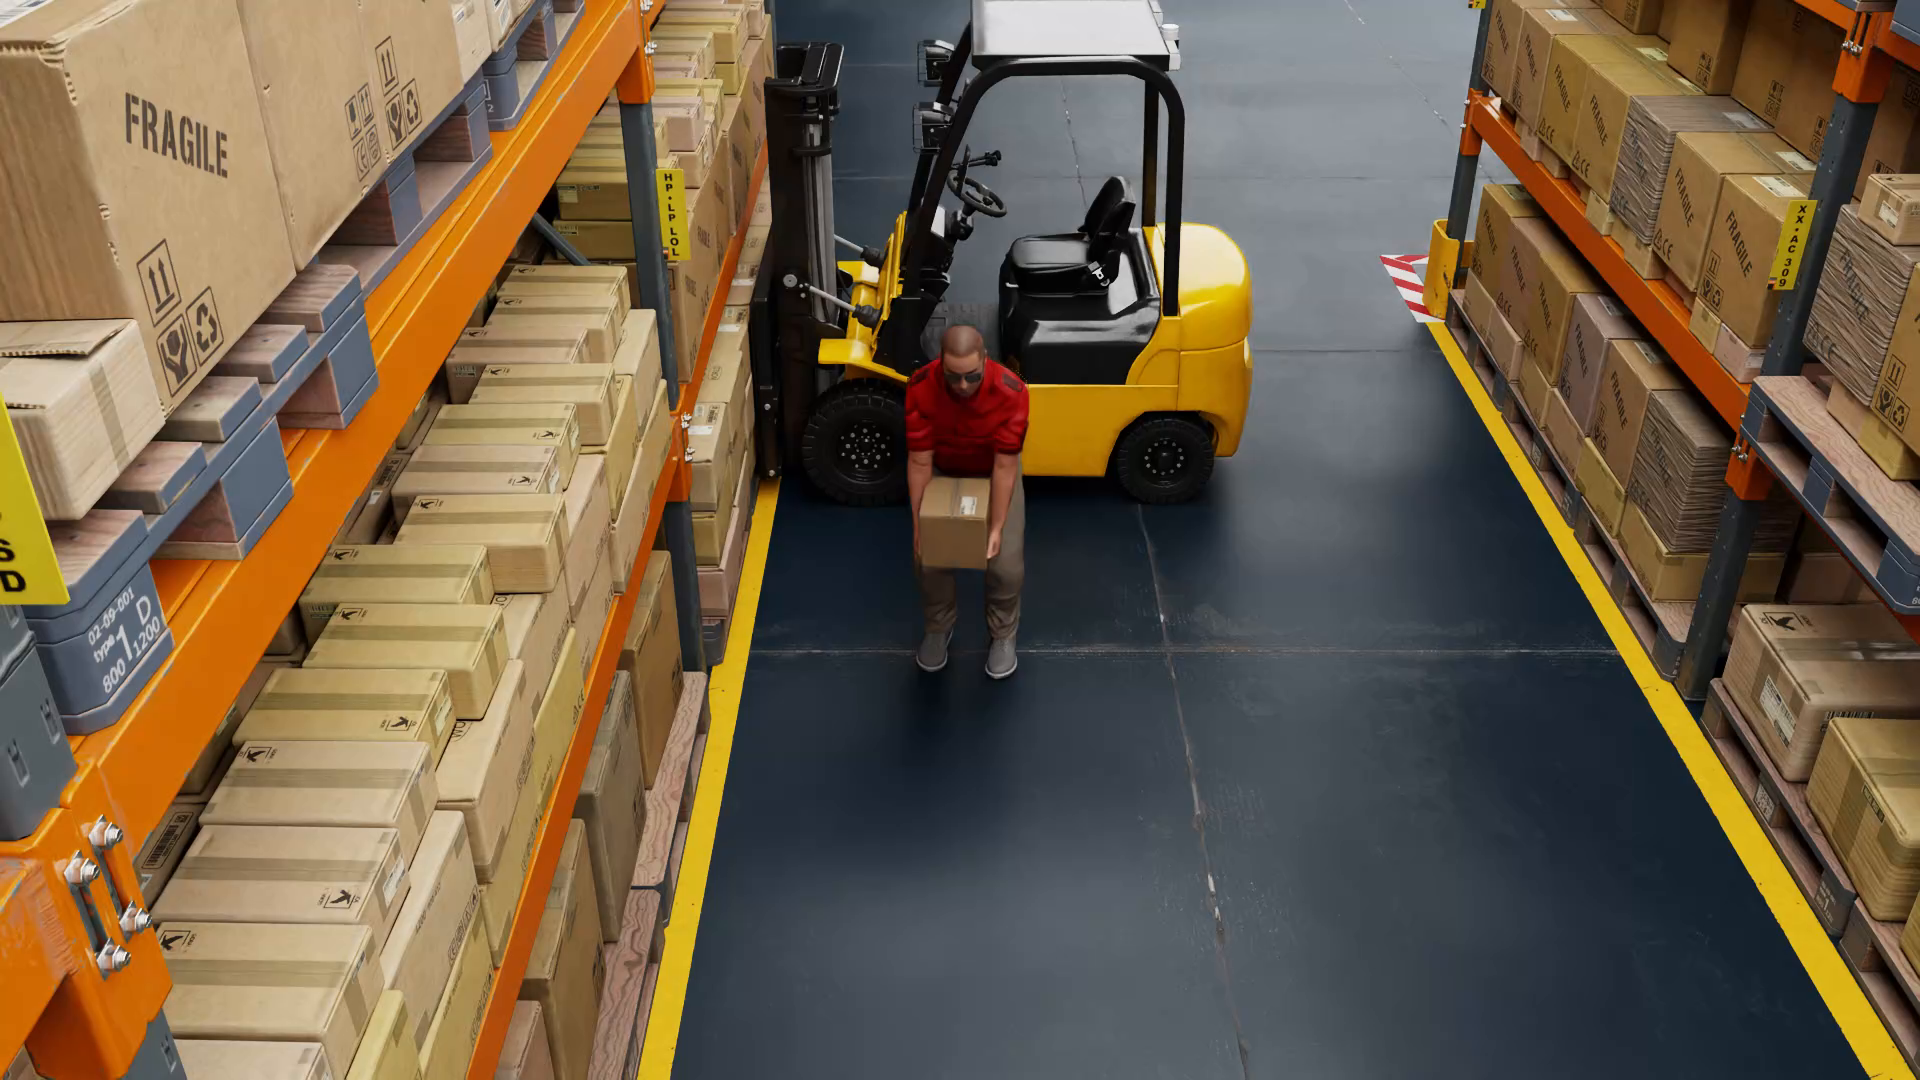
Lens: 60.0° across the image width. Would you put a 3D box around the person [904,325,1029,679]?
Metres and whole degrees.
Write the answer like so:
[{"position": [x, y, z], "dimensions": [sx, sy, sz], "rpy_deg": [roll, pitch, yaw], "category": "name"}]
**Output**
[{"position": [0.031, -0.167, 6.525], "dimensions": [0.482, 1.632, 0.625], "rpy_deg": [5, 32, 7], "category": "person"}]
